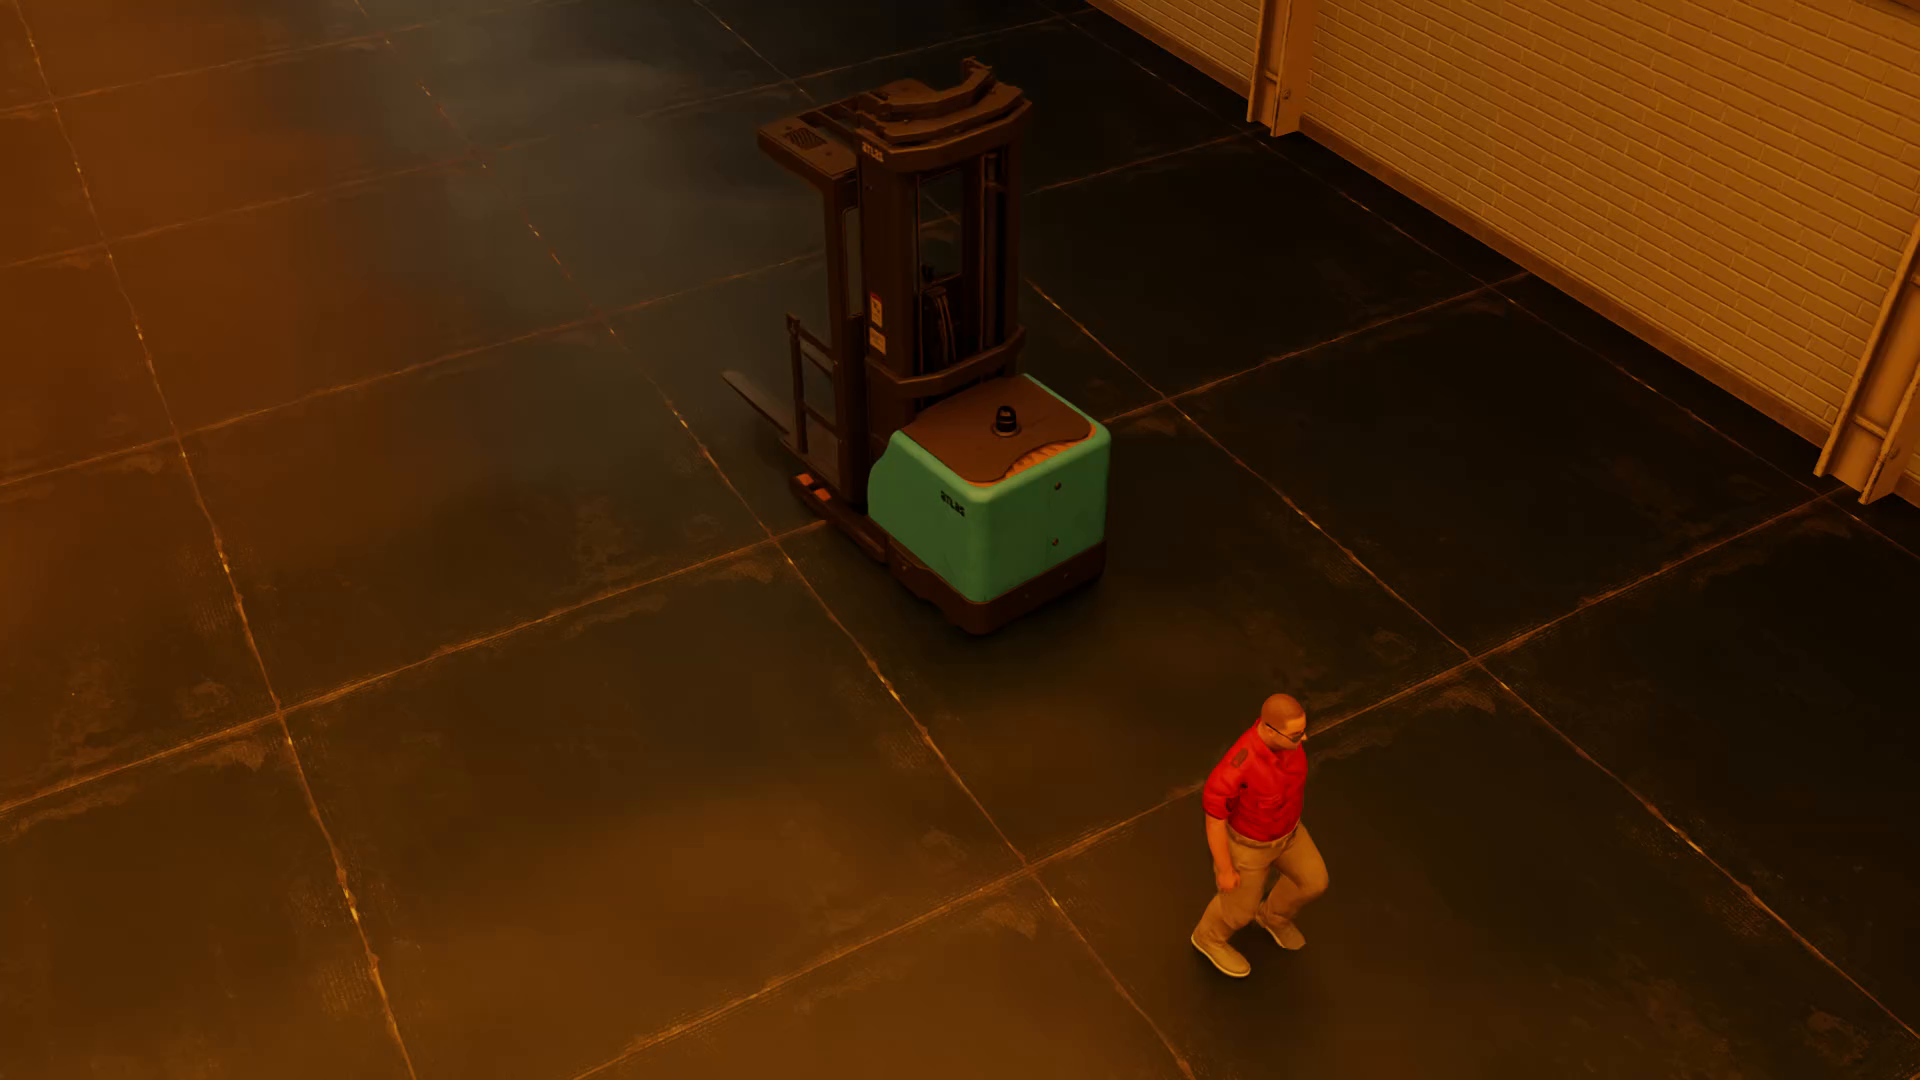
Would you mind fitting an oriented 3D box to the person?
[{"bbox_3d":[1.363,1.349,7.415,0.494,1.767,0.641,31,49,32],"label":"person"}]

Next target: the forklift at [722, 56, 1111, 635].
[{"bbox_3d":[-0.431,-1.465,9.803,1.130,2.935,3.031,-27,47,-28],"label":"forklift"}]
